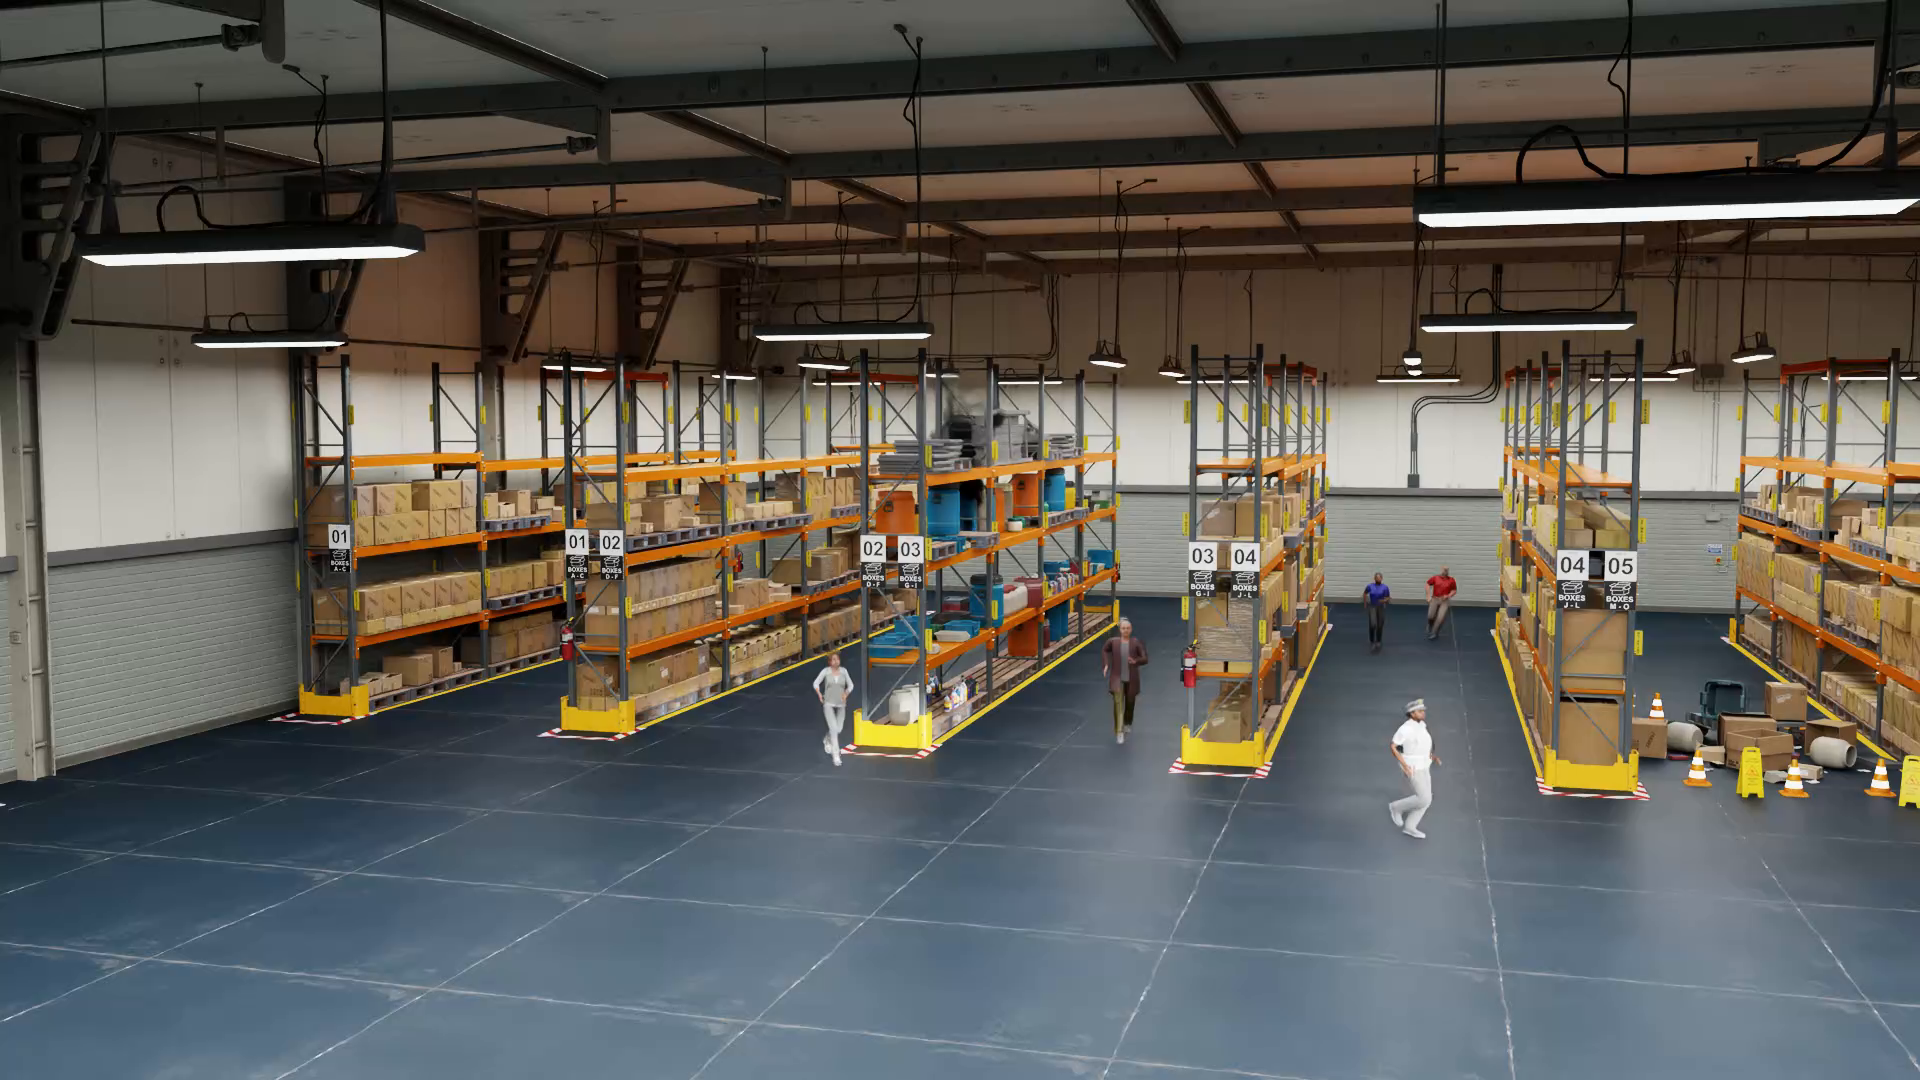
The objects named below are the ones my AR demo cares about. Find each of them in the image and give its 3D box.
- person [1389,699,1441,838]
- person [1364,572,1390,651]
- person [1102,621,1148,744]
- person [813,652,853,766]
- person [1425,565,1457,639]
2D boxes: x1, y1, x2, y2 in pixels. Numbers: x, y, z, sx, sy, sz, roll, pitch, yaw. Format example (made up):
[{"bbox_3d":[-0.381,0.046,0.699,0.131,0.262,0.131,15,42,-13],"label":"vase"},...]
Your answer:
[{"bbox_3d":[5.417,2.700,19.740,0.582,1.655,0.560,-4,6,-44],"label":"person"},{"bbox_3d":[8.875,1.531,35.407,0.539,1.690,0.802,1,4,11],"label":"person"},{"bbox_3d":[2.490,2.111,25.129,0.691,1.793,0.993,0,4,3],"label":"person"},{"bbox_3d":[-1.826,2.419,24.092,0.586,1.607,0.725,-1,4,-18],"label":"person"},{"bbox_3d":[10.774,1.386,37.258,0.667,1.648,0.559,1,4,13],"label":"person"}]
